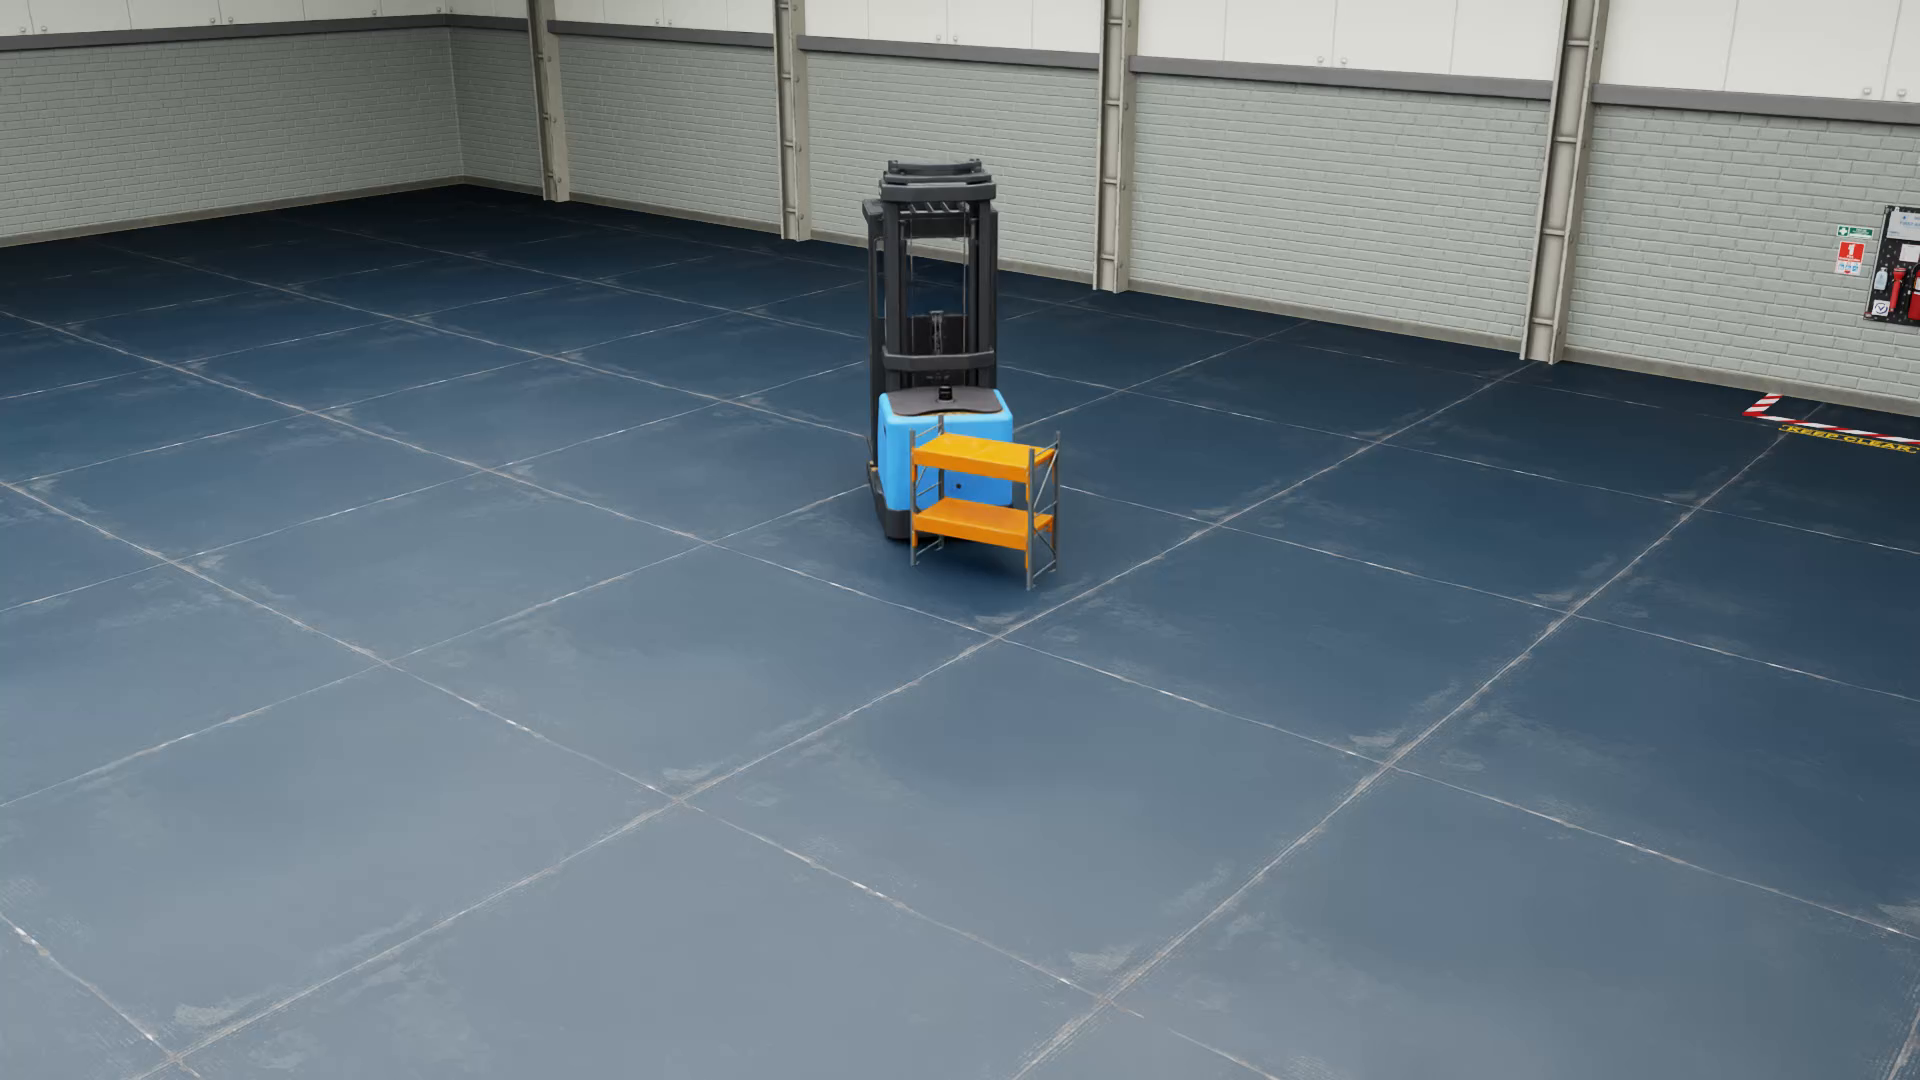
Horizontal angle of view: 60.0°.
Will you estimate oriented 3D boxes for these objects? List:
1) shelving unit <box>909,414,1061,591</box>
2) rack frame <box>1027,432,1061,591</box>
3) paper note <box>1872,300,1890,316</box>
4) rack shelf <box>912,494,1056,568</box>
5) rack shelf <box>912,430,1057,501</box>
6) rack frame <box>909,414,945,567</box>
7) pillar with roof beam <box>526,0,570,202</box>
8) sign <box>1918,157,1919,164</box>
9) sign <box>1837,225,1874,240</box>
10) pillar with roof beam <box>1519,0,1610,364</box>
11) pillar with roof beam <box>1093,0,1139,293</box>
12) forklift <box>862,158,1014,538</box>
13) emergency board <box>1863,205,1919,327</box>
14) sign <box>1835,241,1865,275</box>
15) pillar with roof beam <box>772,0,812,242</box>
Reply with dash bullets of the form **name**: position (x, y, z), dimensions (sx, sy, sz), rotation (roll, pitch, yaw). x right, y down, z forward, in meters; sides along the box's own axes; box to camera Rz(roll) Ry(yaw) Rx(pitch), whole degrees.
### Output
- **shelving unit**: position (0.191, -0.306, 12.884), dimensions (1.048, 1.125, 0.538), rotation (11, 23, 26)
- **rack frame**: position (0.639, -0.221, 12.659), dimensions (0.032, 1.125, 0.500), rotation (11, 23, 26)
- **paper note**: position (9.377, -2.362, 16.930), dimensions (0.142, 0.148, 0.016), rotation (16, 26, 36)
- **rack shelf**: position (0.191, -0.077, 12.971), dimensions (1.000, 0.278, 0.538), rotation (11, 23, 26)
- **rack shelf**: position (0.191, -0.579, 12.781), dimensions (1.000, 0.278, 0.538), rotation (11, 23, 26)
- **rack frame**: position (-0.257, -0.390, 13.109), dimensions (0.032, 1.125, 0.500), rotation (11, 23, 26)
- **pillar with roof beam**: position (-9.955, -9.139, 25.150), dimensions (0.400, 9.000, 9.100), rotation (16, 26, 36)
- **sign**: position (9.527, -3.830, 16.288), dimensions (0.199, 0.298, 0.001), rotation (16, 26, 36)
- **sign**: position (9.105, -3.129, 16.913), dimensions (0.331, 0.109, 0.001), rotation (16, 26, 36)
- **pillar with roof beam**: position (3.990, -5.123, 14.501), dimensions (0.400, 9.000, 9.100), rotation (16, 26, 36)
- **pillar with roof beam**: position (-0.658, -6.462, 18.050), dimensions (0.400, 9.000, 9.100), rotation (16, 26, 36)
- **forklift**: position (-0.258, -1.865, 14.461), dimensions (1.130, 2.935, 3.031), rotation (-3, 21, -7)
- **emergency board**: position (9.470, -2.716, 16.620), dimensions (0.643, 1.169, 0.194), rotation (16, 26, 36)
- **sign**: position (9.107, -2.884, 17.015), dimensions (0.234, 0.329, 0.001), rotation (16, 26, 36)
- **pillar with roof beam**: position (-5.306, -7.801, 21.600), dimensions (0.400, 9.000, 9.100), rotation (16, 26, 36)
